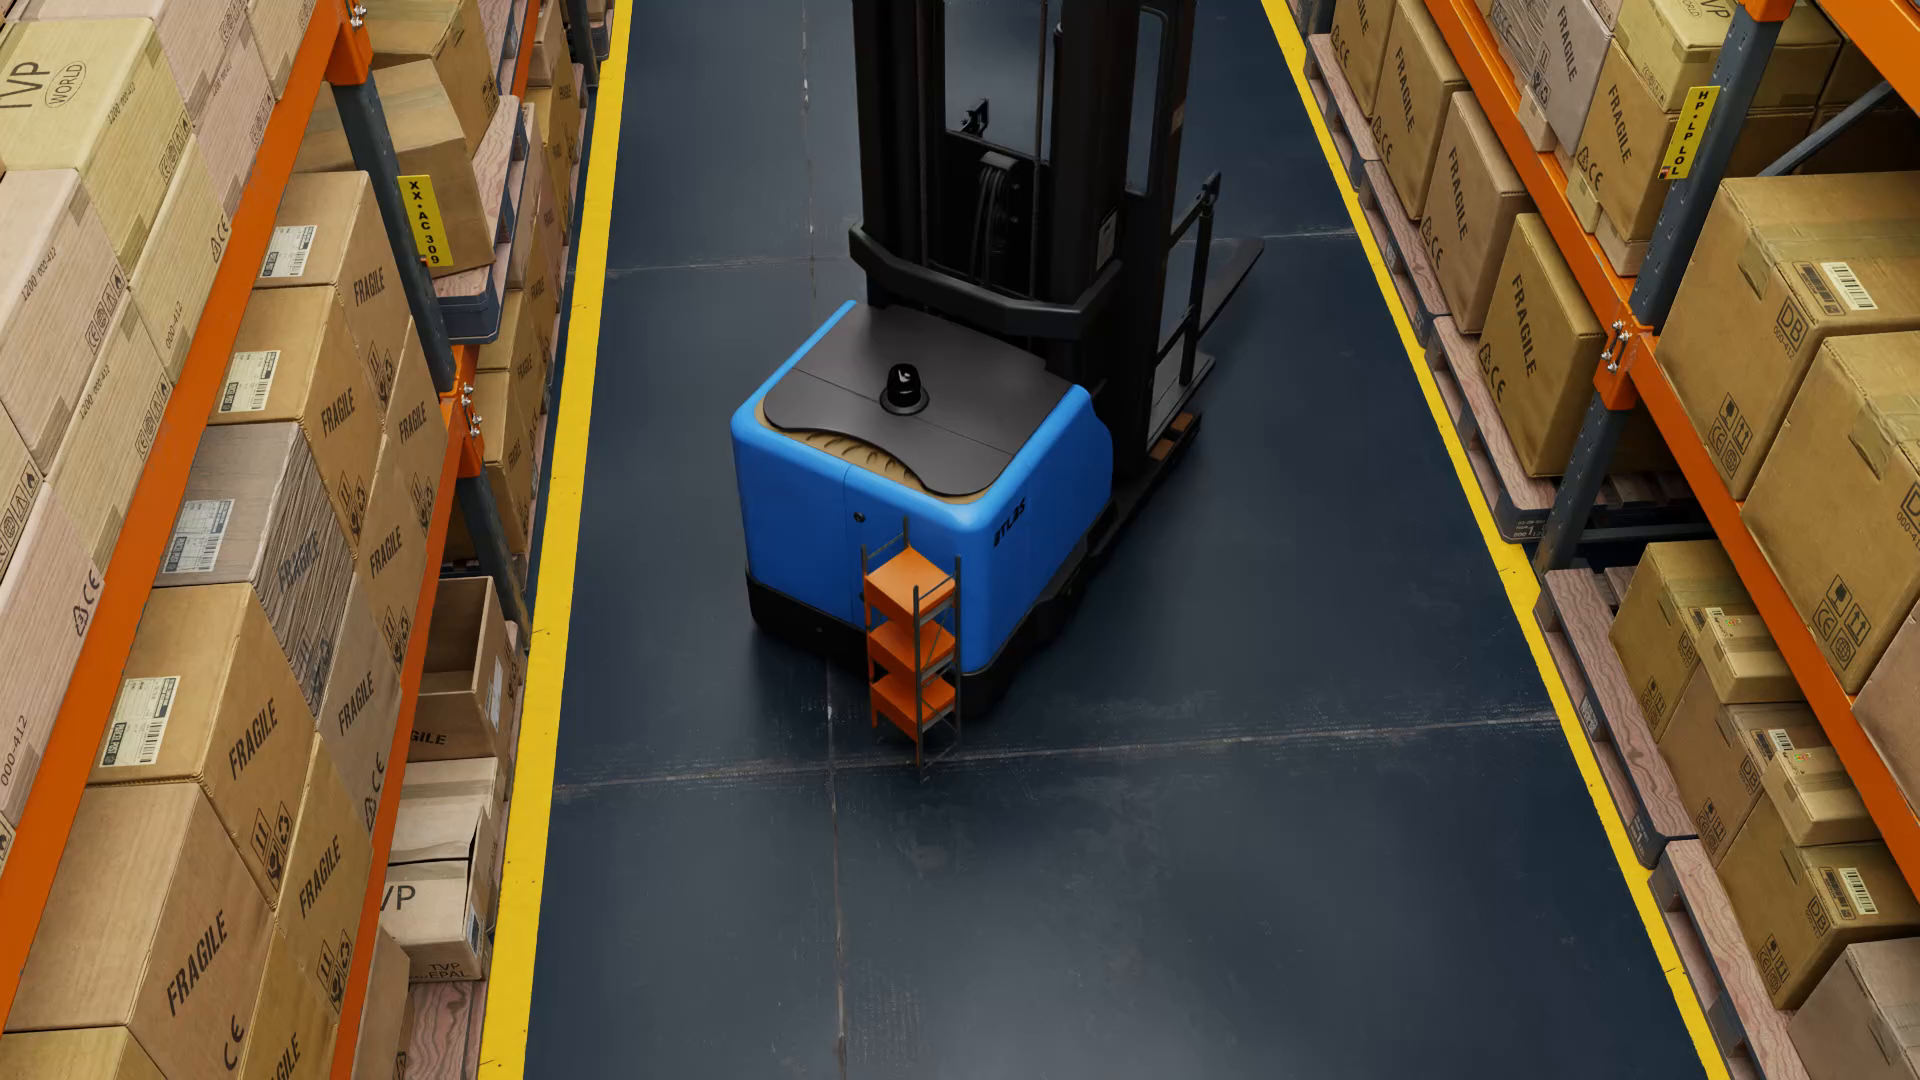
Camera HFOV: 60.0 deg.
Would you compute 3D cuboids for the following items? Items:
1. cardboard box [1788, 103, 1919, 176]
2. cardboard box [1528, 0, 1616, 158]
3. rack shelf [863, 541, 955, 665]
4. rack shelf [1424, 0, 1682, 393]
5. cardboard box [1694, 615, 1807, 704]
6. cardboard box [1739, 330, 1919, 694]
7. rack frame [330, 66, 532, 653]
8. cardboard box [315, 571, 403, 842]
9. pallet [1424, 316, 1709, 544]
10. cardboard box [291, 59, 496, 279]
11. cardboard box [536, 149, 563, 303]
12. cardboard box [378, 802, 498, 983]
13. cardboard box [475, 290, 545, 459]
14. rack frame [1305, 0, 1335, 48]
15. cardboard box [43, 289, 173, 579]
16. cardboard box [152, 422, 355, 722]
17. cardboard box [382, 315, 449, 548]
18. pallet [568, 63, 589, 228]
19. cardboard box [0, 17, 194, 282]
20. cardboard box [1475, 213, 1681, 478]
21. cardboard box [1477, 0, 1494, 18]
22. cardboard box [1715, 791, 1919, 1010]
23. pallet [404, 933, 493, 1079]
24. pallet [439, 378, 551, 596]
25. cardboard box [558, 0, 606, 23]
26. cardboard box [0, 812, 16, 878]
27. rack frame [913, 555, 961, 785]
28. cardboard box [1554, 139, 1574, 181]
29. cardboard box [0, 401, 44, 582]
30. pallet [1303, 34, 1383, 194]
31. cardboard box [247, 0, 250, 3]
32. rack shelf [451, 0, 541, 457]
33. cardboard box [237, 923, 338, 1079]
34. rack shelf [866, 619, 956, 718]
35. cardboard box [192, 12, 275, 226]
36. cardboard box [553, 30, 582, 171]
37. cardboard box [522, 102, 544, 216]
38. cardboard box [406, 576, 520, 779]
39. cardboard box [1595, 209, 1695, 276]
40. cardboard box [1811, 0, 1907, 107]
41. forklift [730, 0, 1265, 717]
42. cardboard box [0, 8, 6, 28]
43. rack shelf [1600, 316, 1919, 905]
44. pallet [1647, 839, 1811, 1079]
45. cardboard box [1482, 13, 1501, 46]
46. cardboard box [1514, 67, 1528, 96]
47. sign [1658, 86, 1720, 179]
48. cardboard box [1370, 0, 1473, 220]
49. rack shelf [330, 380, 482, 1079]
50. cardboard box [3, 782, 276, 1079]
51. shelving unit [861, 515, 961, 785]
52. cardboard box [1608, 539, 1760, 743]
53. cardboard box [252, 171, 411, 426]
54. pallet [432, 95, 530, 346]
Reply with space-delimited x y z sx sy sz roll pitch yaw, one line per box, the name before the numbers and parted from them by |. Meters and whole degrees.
cardboard box | 3.002 -1.414 5.735 0.500 0.500 0.500 -5 47 -5
cardboard box | 2.447 -1.753 6.056 0.500 0.500 0.500 -3 47 -3
rack shelf | -0.157 0.207 5.454 0.215 0.259 0.240 -35 56 -29
rack shelf | 2.622 -2.122 7.189 1.077 0.370 4.000 -3 47 -3
cardboard box | 2.597 0.376 5.313 0.380 0.149 0.250 -2 47 -2
cardboard box | 2.874 -0.103 4.575 0.980 0.700 0.700 -5 47 -4
rack frame | -2.147 -0.618 5.270 1.000 3.000 0.127 -3 47 -3
cardboard box | -1.759 0.438 4.200 0.500 0.500 0.500 -3 47 -2
pallet | 2.650 -0.517 7.094 1.003 0.211 1.213 -3 47 -3
cardboard box | -1.963 -1.153 5.418 0.700 0.500 0.500 -18 49 -16
cardboard box | -2.076 -1.388 7.417 0.500 0.500 0.500 -5 47 -5
cardboard box | -1.754 1.093 5.198 0.500 0.311 0.500 -3 47 -3
cardboard box | -2.000 -0.660 6.728 0.500 0.500 0.500 -3 47 -3
rack frame | 2.454 -3.816 8.298 1.000 3.000 0.127 -3 47 -3
cardboard box | -1.722 -0.177 2.889 0.500 0.250 0.500 -3 47 -3
cardboard box | -1.759 0.089 3.842 0.500 0.500 0.500 -3 47 -3
cardboard box | -1.849 -0.306 4.905 0.500 0.500 0.500 -3 47 -3
pallet | -2.457 -2.011 8.509 1.003 0.211 1.213 -3 47 -3
cardboard box | -1.757 -0.711 3.050 0.500 0.250 0.500 -3 47 -3
cardboard box | 2.605 -0.790 6.623 0.750 0.750 0.750 -3 47 -3
cardboard box | 2.366 -2.478 6.743 0.500 0.500 0.500 -2 47 -2
cardboard box | 2.829 1.076 5.098 0.700 0.500 0.500 -3 47 -2
pallet | -1.985 1.722 4.974 1.003 0.211 1.213 -3 47 -3
pallet | -2.252 -0.245 6.837 1.003 0.211 1.213 -3 47 -3
cardboard box | -2.233 -3.108 9.232 0.500 0.250 0.500 -4 47 -3
cardboard box | -1.630 0.546 2.204 0.500 0.250 0.500 -3 47 -3
rack frame | -0.072 0.459 5.593 0.200 1.050 0.008 -35 56 -29
cardboard box | 2.457 -1.441 6.208 0.380 0.149 0.250 -2 47 -2
cardboard box | -1.679 0.013 2.365 0.500 0.250 0.500 -3 47 -3
pallet | 2.445 -2.282 8.766 1.003 0.211 1.213 -3 47 -3
cardboard box | -1.835 -1.435 3.736 0.500 0.250 0.500 -3 47 -3
rack shelf | -2.314 -1.818 6.901 1.077 0.370 4.000 -3 47 -3
cardboard box | -1.674 1.168 3.509 0.500 0.500 0.500 -4 47 -3
rack shelf | -0.157 0.402 5.660 0.215 0.259 0.240 -35 56 -29
cardboard box | -1.810 -0.900 3.574 0.500 0.250 0.500 -3 47 -3
cardboard box | -2.169 -2.142 8.131 0.500 0.500 0.500 -2 47 -2
cardboard box | -2.071 -1.619 7.119 0.500 0.250 0.500 -4 47 -4
cardboard box | -1.816 0.485 5.643 0.500 0.500 0.500 -3 47 -3
cardboard box | 2.479 -1.070 5.857 0.380 0.149 0.250 -3 47 -3
cardboard box | 3.010 -1.672 5.464 0.500 0.250 0.500 -2 47 -2
forklift | 0.372 -1.428 6.084 1.130 2.935 3.031 23 51 20
cardboard box | -2.119 -0.947 2.757 0.700 0.500 0.500 -3 47 -3
rack shelf | 2.957 0.772 4.448 1.077 0.370 4.000 -3 47 -3
pallet | 2.880 1.477 5.206 1.003 0.211 1.213 -3 47 -3
cardboard box | 2.405 -2.185 6.912 0.380 0.149 0.250 -2 47 -2
cardboard box | 2.422 -1.810 6.557 0.380 0.149 0.250 -3 47 -3
sign | 2.249 -1.253 5.128 0.100 0.325 0.005 -3 47 -3
cardboard box | 2.452 -2.047 7.814 0.750 0.750 0.750 -4 47 -3
rack shelf | -1.979 1.076 4.160 1.077 0.370 4.000 -3 47 -3
cardboard box | -1.674 0.821 3.149 0.500 0.500 0.500 -3 47 -3
shelving unit | -0.157 0.395 5.653 0.215 1.050 0.252 -35 56 -29
cardboard box | 2.750 0.340 5.794 0.700 0.500 0.500 -3 47 -3
cardboard box | -1.846 -0.646 4.539 0.500 0.500 0.500 -3 47 -3
pallet | -2.105 -1.137 5.893 1.003 0.211 1.213 -3 47 -3
